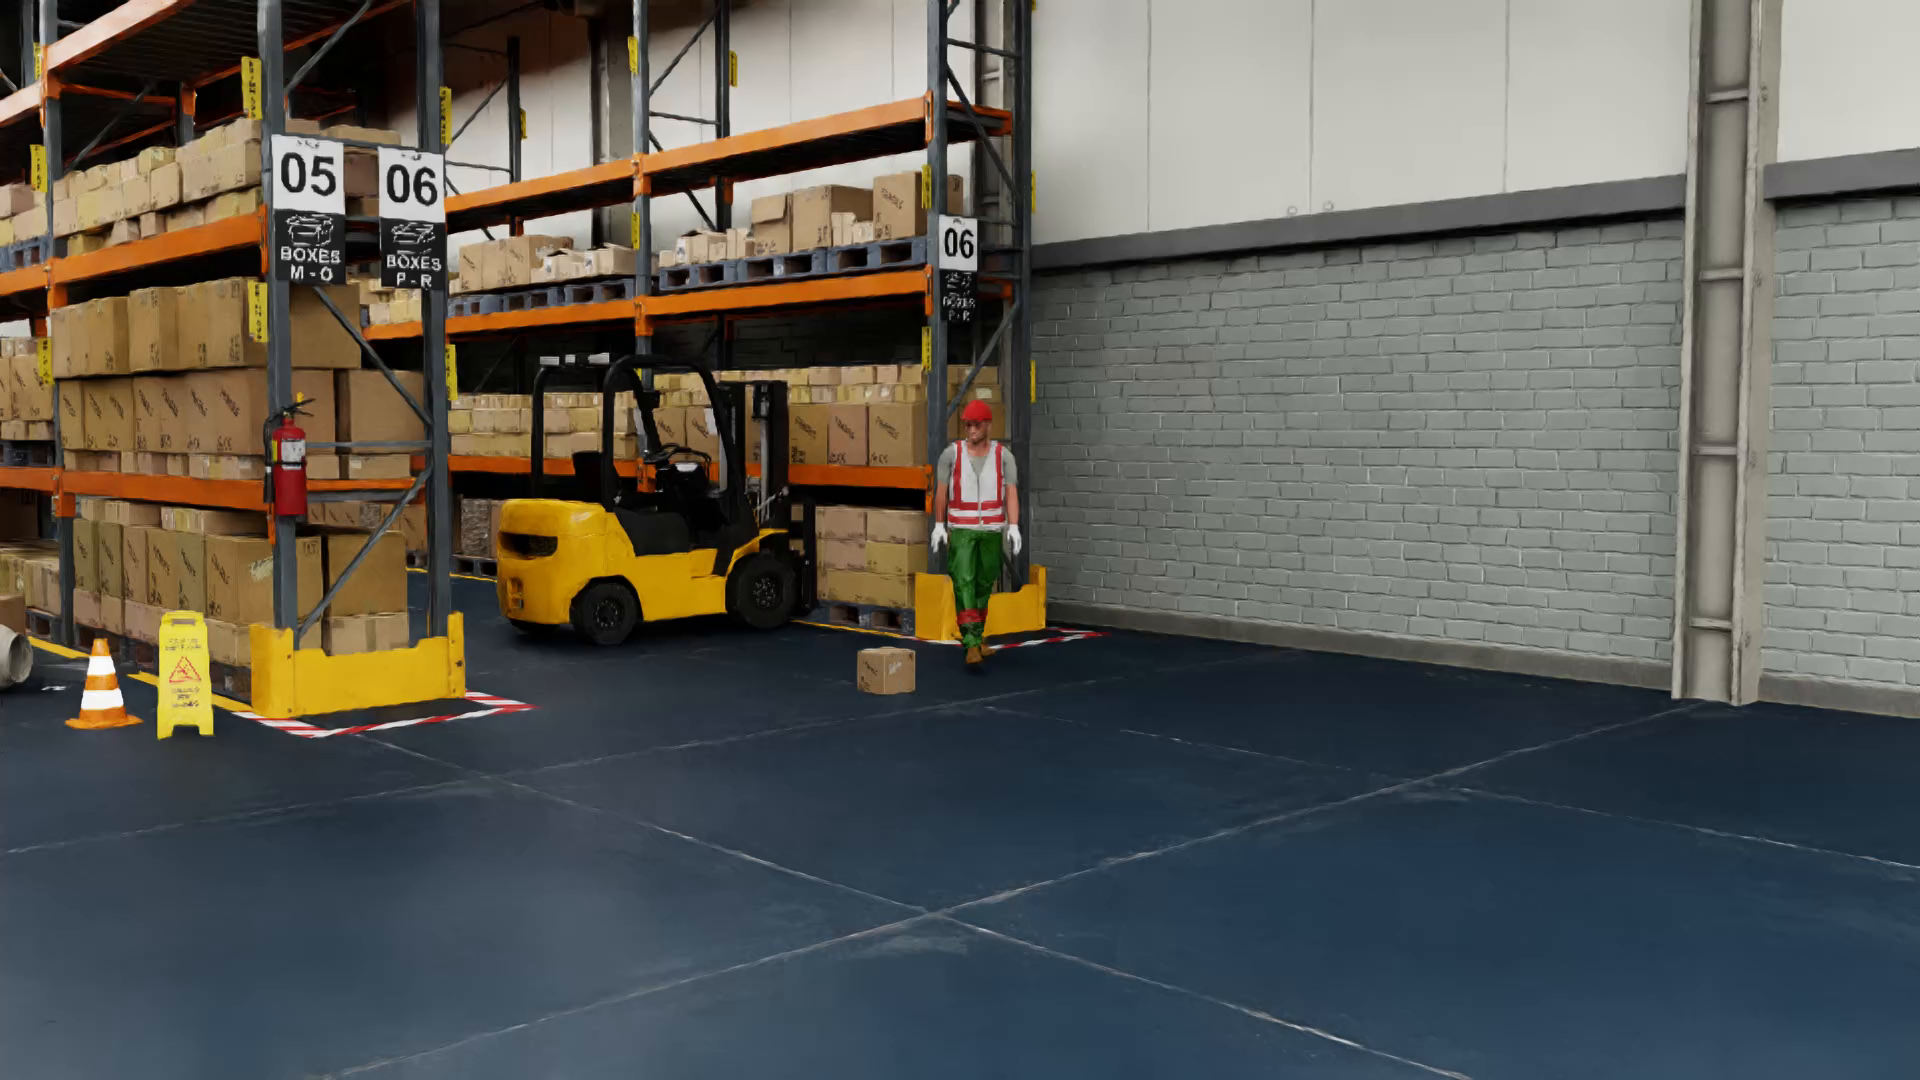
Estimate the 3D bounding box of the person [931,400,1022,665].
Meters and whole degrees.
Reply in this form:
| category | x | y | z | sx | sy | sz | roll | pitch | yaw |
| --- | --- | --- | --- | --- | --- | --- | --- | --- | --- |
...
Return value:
| category | x | y | z | sx | sy | sz | roll | pitch | yaw |
| --- | --- | --- | --- | --- | --- | --- | --- | --- | --- |
| person | 0.134 | -0.059 | 11.141 | 0.567 | 1.753 | 0.876 | -1 | 4 | -12 |
